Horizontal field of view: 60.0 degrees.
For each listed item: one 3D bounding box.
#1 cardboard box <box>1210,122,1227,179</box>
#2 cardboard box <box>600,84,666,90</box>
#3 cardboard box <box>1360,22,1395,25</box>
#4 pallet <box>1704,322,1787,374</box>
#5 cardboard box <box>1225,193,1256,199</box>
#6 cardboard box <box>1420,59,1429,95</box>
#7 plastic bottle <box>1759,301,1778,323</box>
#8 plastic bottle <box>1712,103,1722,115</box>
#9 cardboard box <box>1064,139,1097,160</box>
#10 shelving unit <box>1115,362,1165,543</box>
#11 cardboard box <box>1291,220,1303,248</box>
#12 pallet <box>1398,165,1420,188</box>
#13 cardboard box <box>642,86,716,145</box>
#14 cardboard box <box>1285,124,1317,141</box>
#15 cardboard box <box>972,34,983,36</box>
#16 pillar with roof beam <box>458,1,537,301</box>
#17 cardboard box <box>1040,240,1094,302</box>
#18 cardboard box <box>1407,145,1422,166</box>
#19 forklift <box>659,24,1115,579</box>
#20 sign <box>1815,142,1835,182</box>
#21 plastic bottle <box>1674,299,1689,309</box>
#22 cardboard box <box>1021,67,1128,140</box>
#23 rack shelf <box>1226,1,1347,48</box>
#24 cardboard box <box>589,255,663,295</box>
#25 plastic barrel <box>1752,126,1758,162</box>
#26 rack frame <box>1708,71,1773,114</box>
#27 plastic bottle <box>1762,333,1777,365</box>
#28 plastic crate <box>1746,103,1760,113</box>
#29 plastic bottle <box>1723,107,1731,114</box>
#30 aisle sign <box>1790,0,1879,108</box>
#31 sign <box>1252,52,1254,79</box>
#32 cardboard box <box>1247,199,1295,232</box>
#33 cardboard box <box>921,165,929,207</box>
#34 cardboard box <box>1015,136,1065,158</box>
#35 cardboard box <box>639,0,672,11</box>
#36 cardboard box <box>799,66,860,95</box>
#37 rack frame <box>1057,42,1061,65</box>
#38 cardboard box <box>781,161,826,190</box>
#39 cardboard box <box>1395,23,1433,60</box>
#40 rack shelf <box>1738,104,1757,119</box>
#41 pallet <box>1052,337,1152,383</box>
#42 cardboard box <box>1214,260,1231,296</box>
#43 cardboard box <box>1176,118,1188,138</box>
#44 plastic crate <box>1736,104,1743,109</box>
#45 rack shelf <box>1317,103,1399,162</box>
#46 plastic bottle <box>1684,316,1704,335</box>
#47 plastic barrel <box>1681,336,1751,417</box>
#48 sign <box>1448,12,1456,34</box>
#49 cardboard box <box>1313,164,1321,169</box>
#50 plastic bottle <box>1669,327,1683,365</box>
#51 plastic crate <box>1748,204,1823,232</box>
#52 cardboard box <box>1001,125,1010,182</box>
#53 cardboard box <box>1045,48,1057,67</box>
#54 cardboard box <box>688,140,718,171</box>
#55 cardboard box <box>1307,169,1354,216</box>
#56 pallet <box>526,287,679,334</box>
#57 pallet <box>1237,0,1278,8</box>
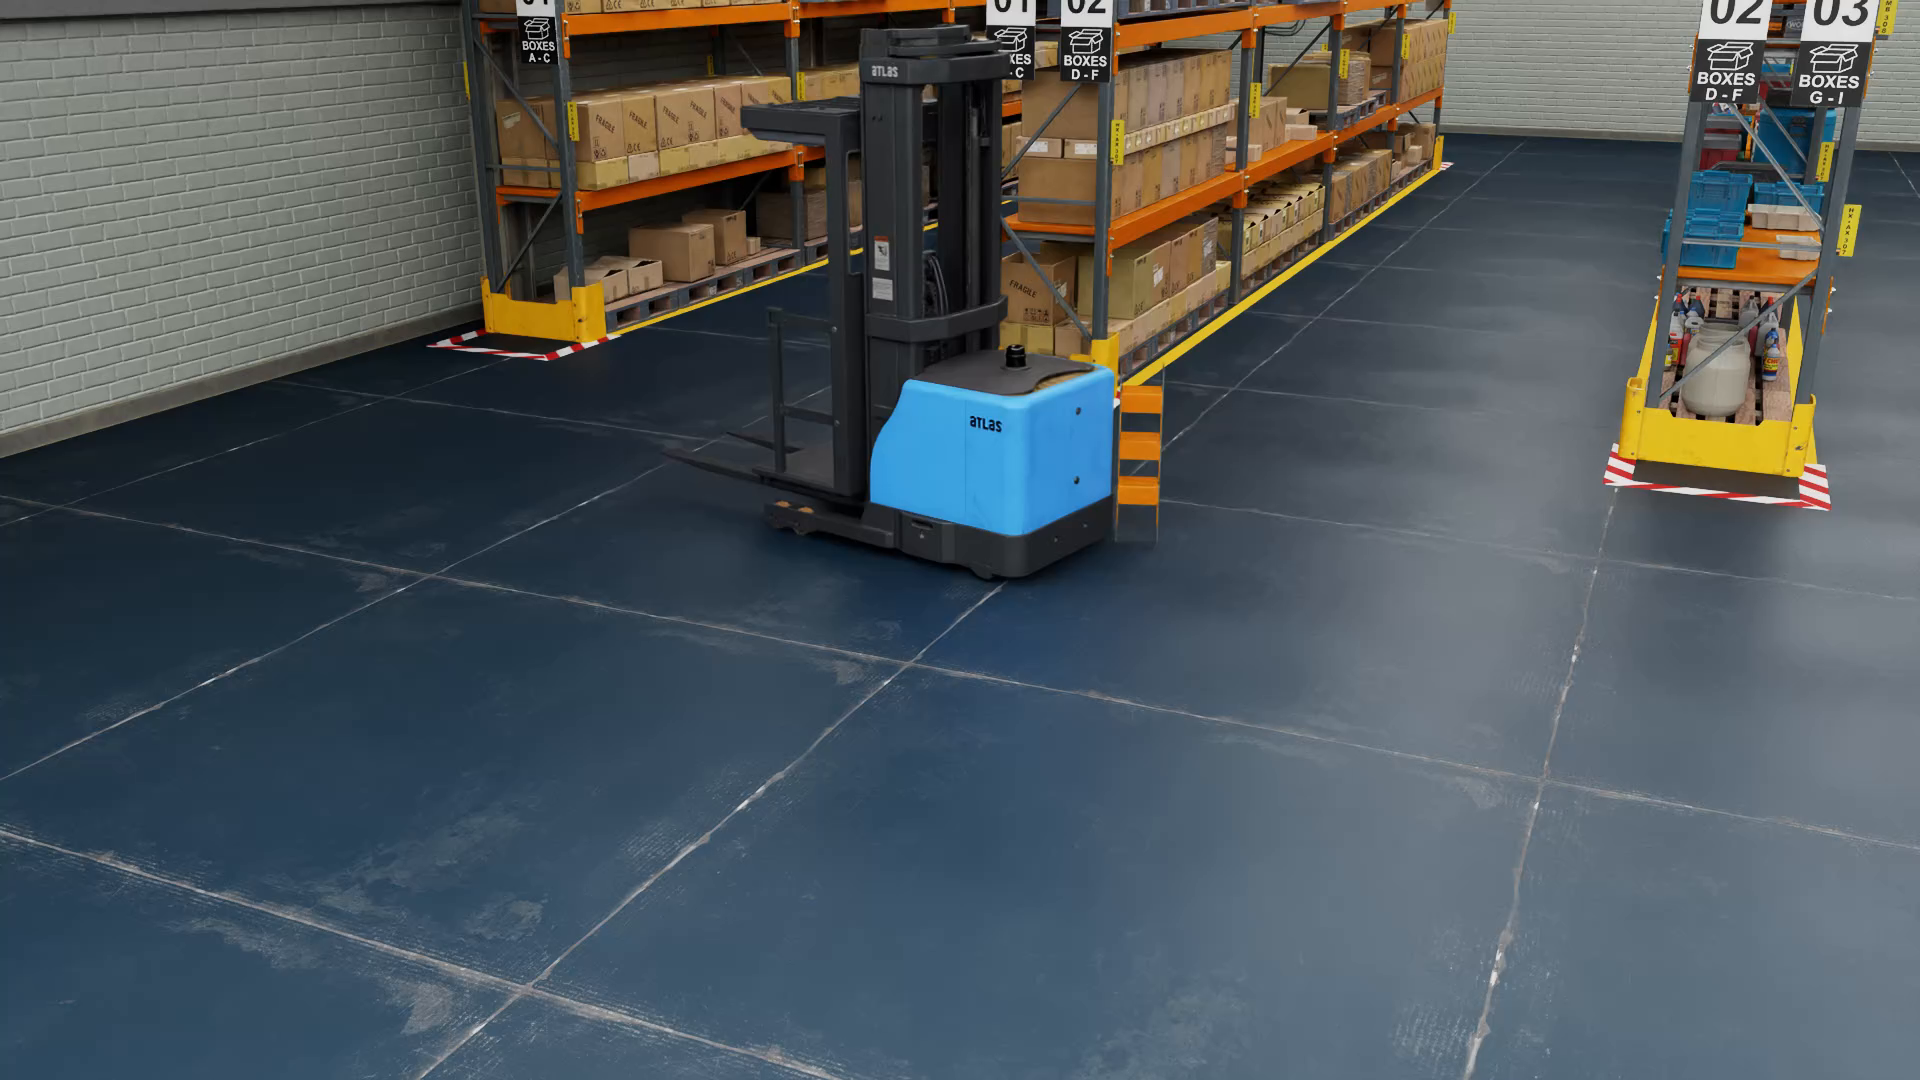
[{"bbox_3d":[2.137,-3.745,15.872,0.700,0.500,0.500,8,21,21],"label":"cardboard box"},{"bbox_3d":[-3.217,-4.220,16.434,0.500,0.500,0.500,9,21,23],"label":"cardboard box"},{"bbox_3d":[6.181,-7.453,24.806,0.500,0.500,0.500,8,21,22],"label":"cardboard box"},{"bbox_3d":[6.518,-1.640,14.265,1.003,0.211,1.213,9,21,23],"label":"pallet"},{"bbox_3d":[3.051,-3.786,18.778,0.500,0.311,0.500,8,21,21],"label":"cardboard box"},{"bbox_3d":[6.667,-6.910,24.774,0.500,0.500,0.500,8,21,22],"label":"cardboard box"},{"bbox_3d":[6.751,-1.817,13.899,0.144,0.351,0.185,7,21,20],"label":"plastic bottle"},{"bbox_3d":[8.816,-4.927,19.421,0.144,0.351,0.185,9,21,23],"label":"plastic bottle"},{"bbox_3d":[1.032,-3.054,12.963,0.380,0.149,0.250,8,21,22],"label":"cardboard box"},{"bbox_3d":[1.063,-0.515,9.850,0.252,1.050,0.215,2,20,6],"label":"shelving unit"},{"bbox_3d":[3.542,-3.453,18.680,0.500,0.250,0.500,9,22,24],"label":"cardboard box"},{"bbox_3d":[6.370,-5.550,25.259,1.003,0.211,1.213,9,21,23],"label":"pallet"},{"bbox_3d":[-2.747,-4.153,16.244,0.500,0.500,0.500,9,22,24],"label":"cardboard box"},{"bbox_3d":[3.835,-4.626,18.874,0.380,0.149,0.250,9,21,23],"label":"cardboard box"},{"bbox_3d":[0.016,-6.930,23.235,0.500,0.250,0.500,8,21,21],"label":"cardboard box"},{"bbox_3d":[-0.421,-5.858,13.012,9.100,9.000,0.400,9,21,23],"label":"pillar with roof beam"},{"bbox_3d":[1.020,-2.379,14.540,0.500,0.500,0.500,9,21,23],"label":"cardboard box"},{"bbox_3d":[6.813,-5.928,25.607,0.500,0.250,0.500,9,21,23],"label":"cardboard box"},{"bbox_3d":[-0.574,-1.538,9.920,3.031,2.935,1.130,14,24,35],"label":"forklift"},{"bbox_3d":[7.328,-3.205,14.090,0.100,0.325,0.005,9,21,23],"label":"sign"},{"bbox_3d":[6.193,-1.937,14.348,0.152,0.276,0.135,9,22,25],"label":"plastic bottle"},{"bbox_3d":[0.900,-3.427,13.042,0.700,0.500,0.500,9,21,23],"label":"cardboard box"},{"bbox_3d":[3.132,-5.520,17.610,1.077,0.370,4.000,9,21,23],"label":"rack shelf"},{"bbox_3d":[-3.247,-2.604,16.170,0.500,0.311,0.500,11,22,27],"label":"cardboard box"},{"bbox_3d":[7.423,-3.480,15.074,0.433,0.535,0.433,0,20,0],"label":"plastic barrel"},{"bbox_3d":[8.469,-4.376,17.797,1.000,3.000,0.127,9,21,23],"label":"rack frame"},{"bbox_3d":[6.401,-1.499,13.123,0.097,0.271,0.097,0,20,0],"label":"plastic bottle"},{"bbox_3d":[10.428,-5.625,21.614,0.396,0.136,0.243,9,21,23],"label":"plastic crate"},{"bbox_3d":[9.075,-4.984,19.698,0.097,0.271,0.097,0,20,0],"label":"plastic bottle"},{"bbox_3d":[5.431,-3.093,10.310,0.394,0.787,0.004,9,21,23],"label":"aisle sign"},{"bbox_3d":[3.452,-5.637,19.732,0.100,0.325,0.005,9,21,23],"label":"sign"},{"bbox_3d":[3.338,-3.563,18.150,0.500,0.311,0.500,9,22,24],"label":"cardboard box"},{"bbox_3d":[-0.817,-4.538,21.325,0.700,0.500,0.500,9,21,23],"label":"cardboard box"},{"bbox_3d":[0.658,-3.107,13.111,0.380,0.149,0.250,8,21,22],"label":"cardboard box"},{"bbox_3d":[-3.019,-5.146,15.307,0.500,0.500,0.500,10,22,25],"label":"cardboard box"},{"bbox_3d":[-1.492,-5.293,19.570,0.700,0.500,0.500,12,23,30],"label":"cardboard box"},{"bbox_3d":[1.068,-6.958,25.058,1.000,3.000,0.127,9,21,23],"label":"rack frame"},{"bbox_3d":[-1.744,-4.258,19.419,0.500,0.250,0.500,8,21,22],"label":"cardboard box"},{"bbox_3d":[6.671,-7.376,24.591,0.500,0.500,0.500,9,22,24],"label":"cardboard box"},{"bbox_3d":[10.926,-5.871,23.075,1.077,0.370,4.000,9,21,23],"label":"rack shelf"},{"bbox_3d":[0.950,-1.537,13.975,1.003,0.211,1.213,9,21,23],"label":"pallet"},{"bbox_3d":[2.323,-2.565,16.180,0.500,0.250,0.500,9,21,23],"label":"cardboard box"},{"bbox_3d":[1.770,-3.605,14.511,0.380,0.149,0.250,9,22,24],"label":"cardboard box"},{"bbox_3d":[10.320,-5.876,22.337,0.437,0.125,0.590,9,21,23],"label":"plastic crate"},{"bbox_3d":[4.770,-5.329,21.551,1.077,0.370,4.000,9,21,23],"label":"rack shelf"},{"bbox_3d":[6.016,-1.687,13.644,0.152,0.276,0.135,9,21,23],"label":"plastic bottle"},{"bbox_3d":[5.393,-1.168,11.862,0.421,0.512,0.421,0,20,0],"label":"plastic barrel"},{"bbox_3d":[7.725,-8.114,26.109,0.100,0.325,0.005,9,21,23],"label":"sign"},{"bbox_3d":[4.332,-4.563,21.396,0.500,0.500,0.500,8,21,21],"label":"cardboard box"},{"bbox_3d":[5.673,-1.549,13.257,0.152,0.276,0.135,9,21,23],"label":"plastic bottle"},{"bbox_3d":[6.397,-2.498,12.909,0.530,0.136,0.437,9,21,23],"label":"plastic crate"},{"bbox_3d":[0.216,-5.394,23.241,0.750,0.750,0.750,8,21,22],"label":"cardboard box"},{"bbox_3d":[1.109,-6.979,24.494,0.500,0.500,0.500,8,21,22],"label":"cardboard box"},{"bbox_3d":[-2.733,-3.804,16.382,0.500,0.250,0.500,9,21,23],"label":"cardboard box"},{"bbox_3d":[4.608,-4.347,20.790,0.500,0.500,0.500,8,21,21],"label":"cardboard box"},{"bbox_3d":[-3.449,-2.243,15.960,1.003,0.211,1.213,9,21,23],"label":"pallet"},{"bbox_3d":[2.663,-5.429,16.566,0.805,0.209,1.217,8,21,21],"label":"pallet"}]
